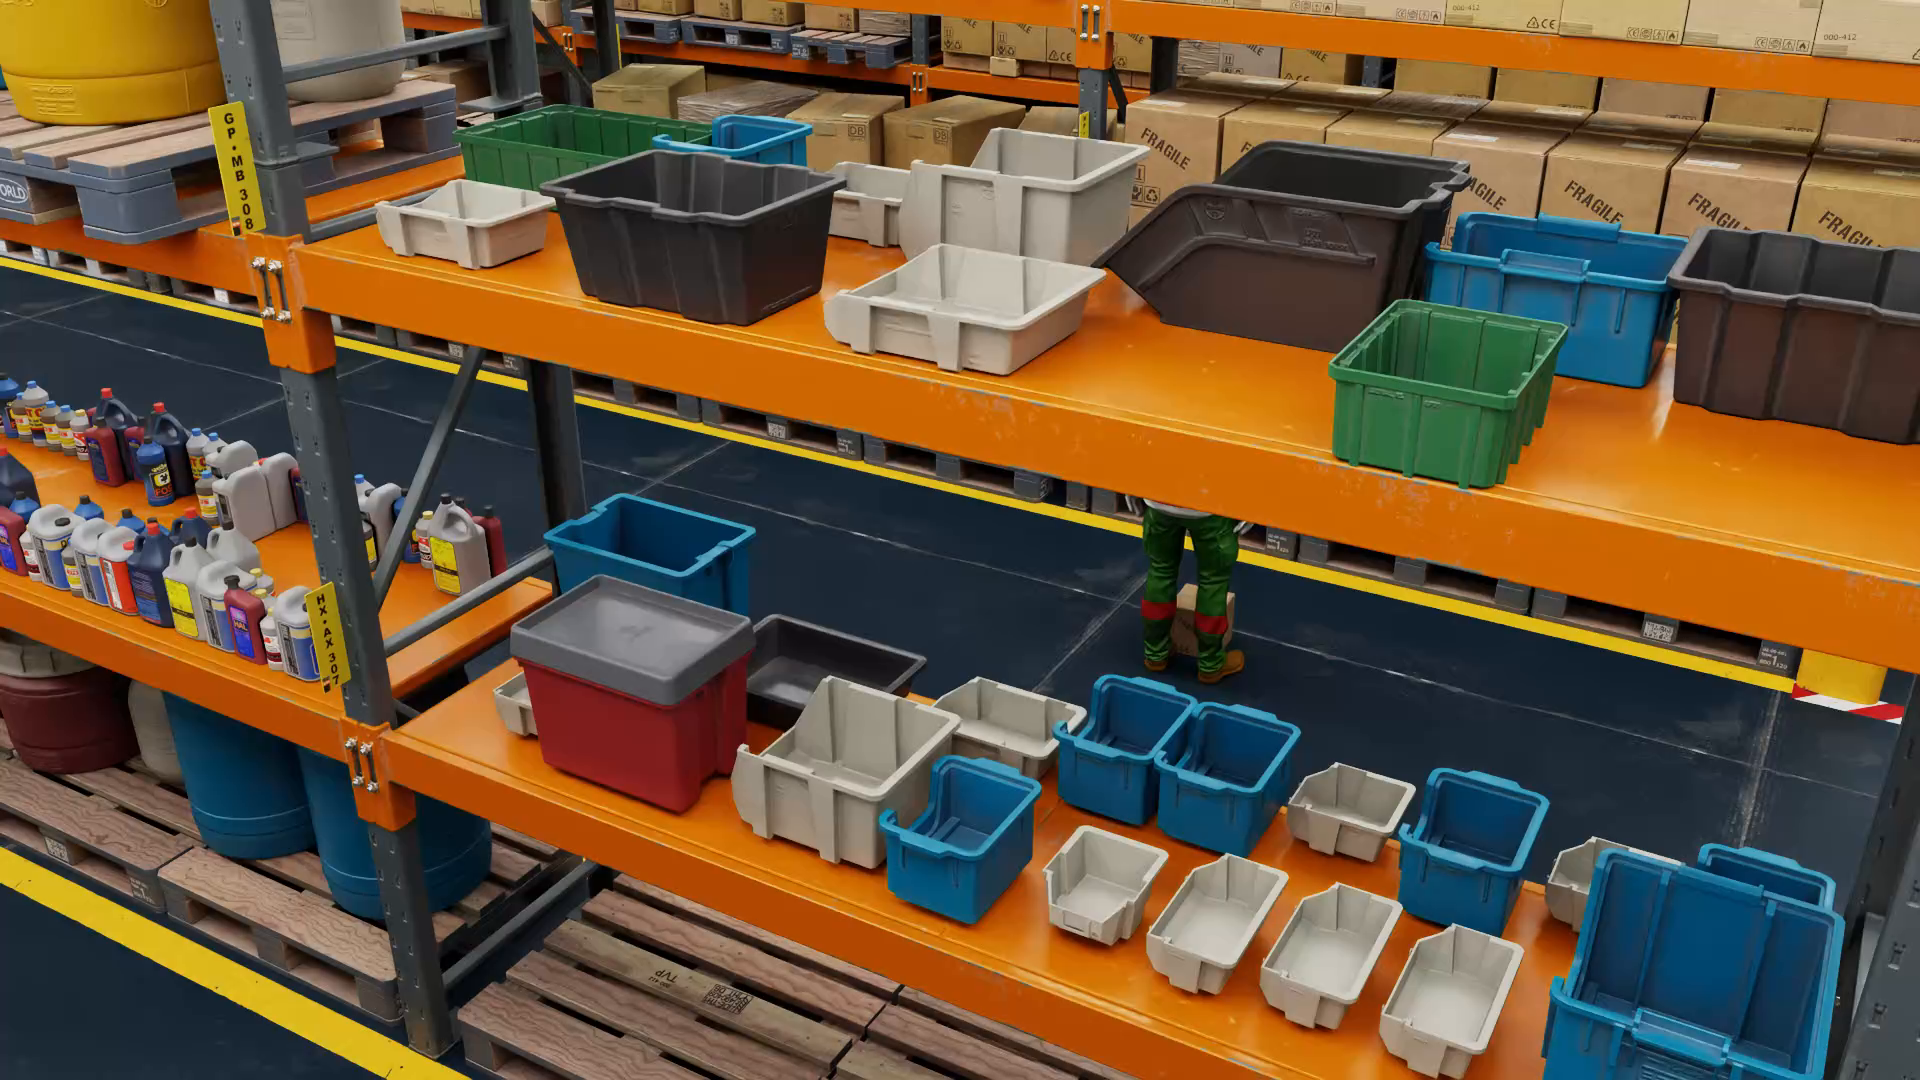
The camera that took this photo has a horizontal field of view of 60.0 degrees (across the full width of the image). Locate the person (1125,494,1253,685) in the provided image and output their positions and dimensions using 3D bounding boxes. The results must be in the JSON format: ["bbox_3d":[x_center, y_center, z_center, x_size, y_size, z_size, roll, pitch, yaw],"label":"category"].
[{"bbox_3d":[1.040,-0.203,7.509,0.613,1.778,0.452,12,29,23],"label":"person"}]
